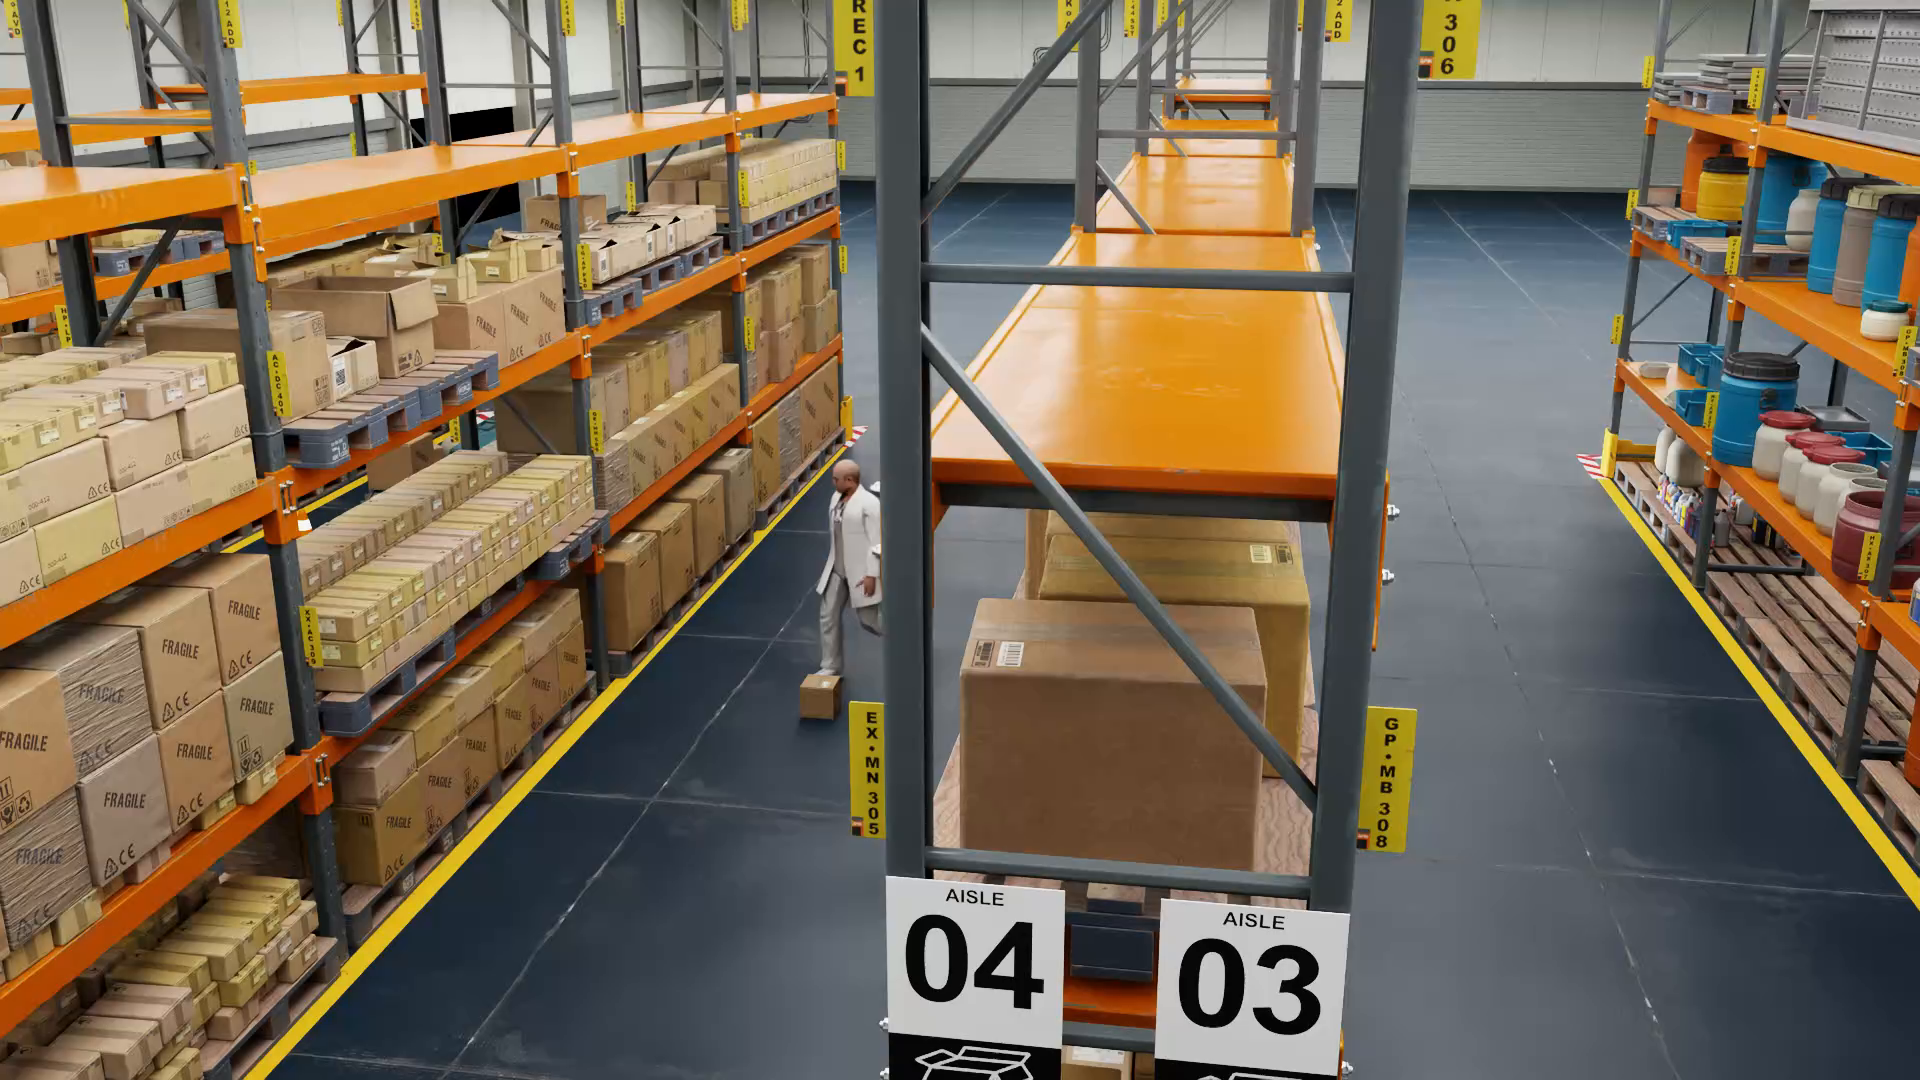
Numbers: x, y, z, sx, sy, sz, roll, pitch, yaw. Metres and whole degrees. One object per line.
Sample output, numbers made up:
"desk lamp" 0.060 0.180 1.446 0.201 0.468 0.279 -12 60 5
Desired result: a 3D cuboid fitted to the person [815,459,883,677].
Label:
"person" -0.801 0.219 12.874 0.597 1.752 0.943 16 23 40
